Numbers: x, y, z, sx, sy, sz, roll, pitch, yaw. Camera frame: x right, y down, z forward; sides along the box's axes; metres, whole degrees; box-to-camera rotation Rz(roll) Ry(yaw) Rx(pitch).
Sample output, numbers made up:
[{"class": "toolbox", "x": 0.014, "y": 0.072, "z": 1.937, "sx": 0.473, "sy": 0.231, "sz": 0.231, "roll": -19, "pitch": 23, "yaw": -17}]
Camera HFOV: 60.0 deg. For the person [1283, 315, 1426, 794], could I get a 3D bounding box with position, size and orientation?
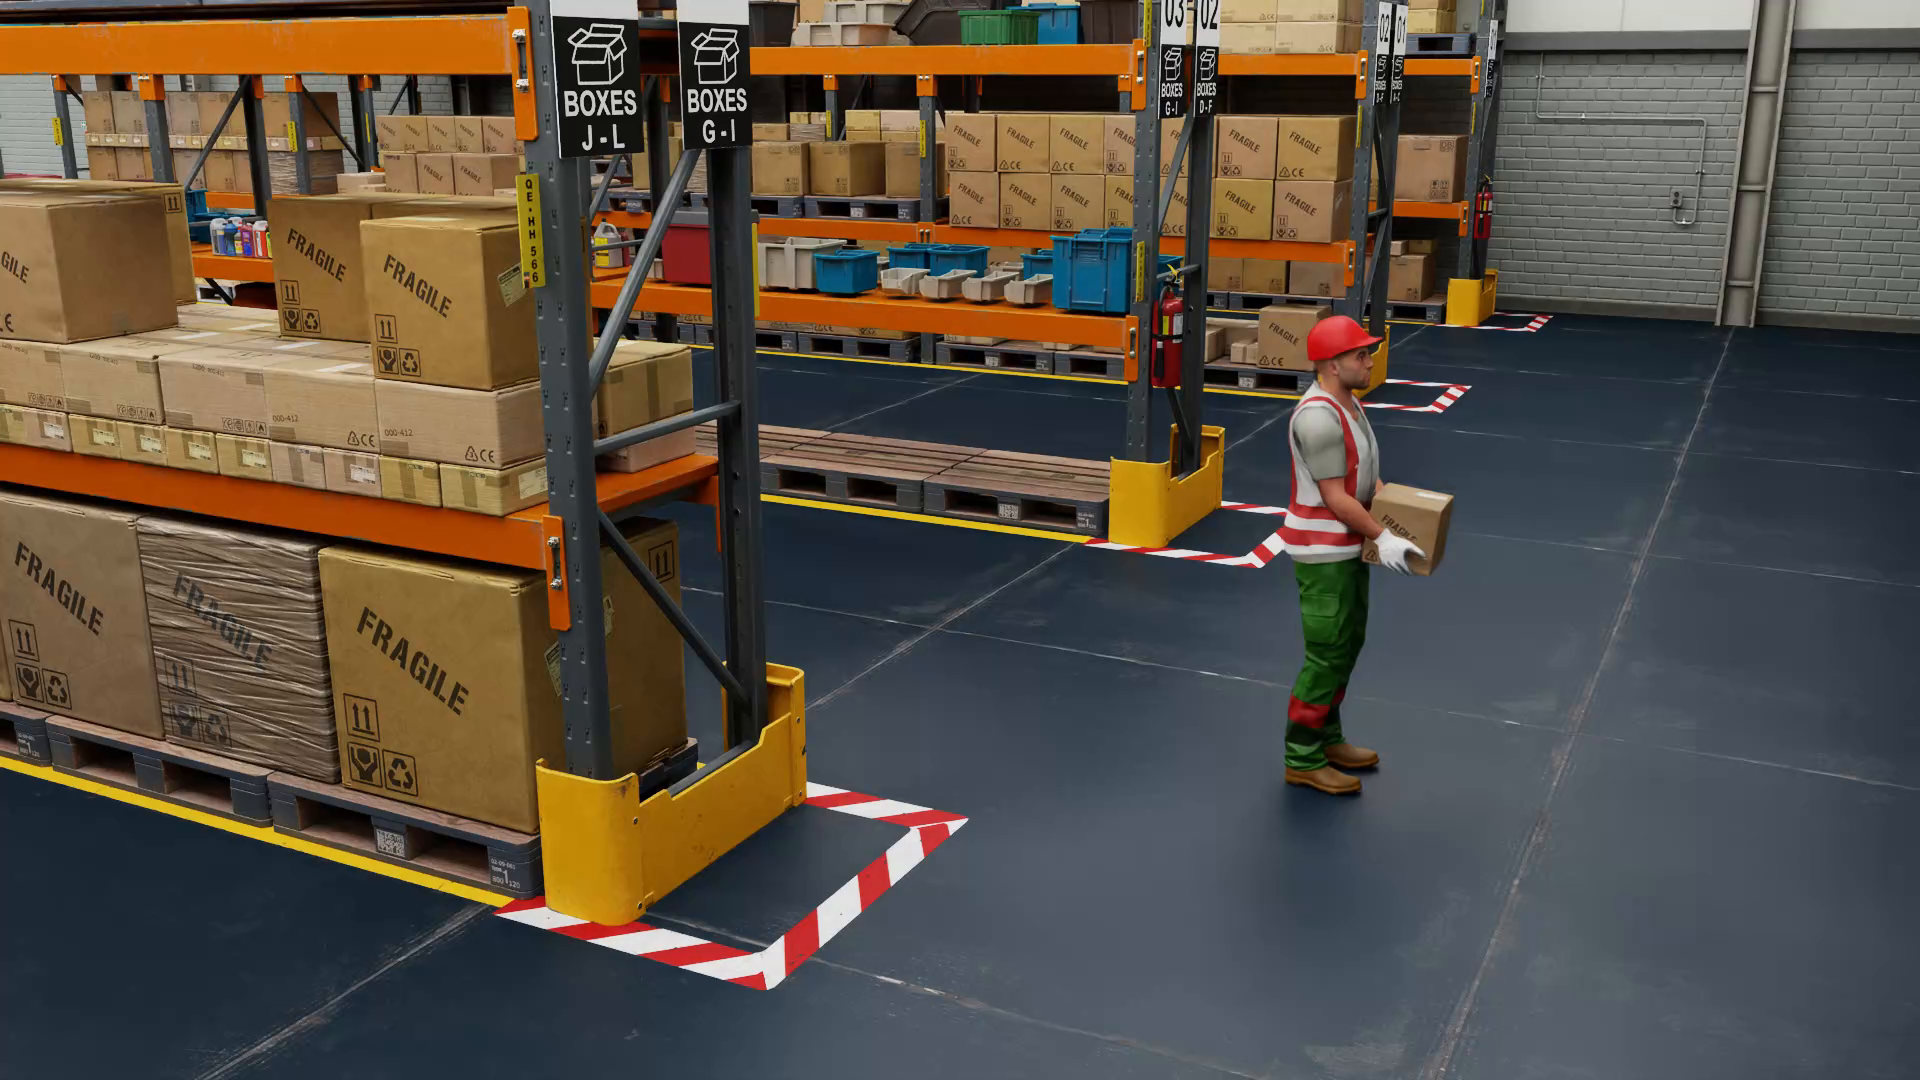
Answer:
[{"class": "person", "x": 1.502, "y": 0.058, "z": 6.267, "sx": 0.547, "sy": 1.793, "sz": 0.519, "roll": 8, "pitch": 17, "yaw": 25}]
